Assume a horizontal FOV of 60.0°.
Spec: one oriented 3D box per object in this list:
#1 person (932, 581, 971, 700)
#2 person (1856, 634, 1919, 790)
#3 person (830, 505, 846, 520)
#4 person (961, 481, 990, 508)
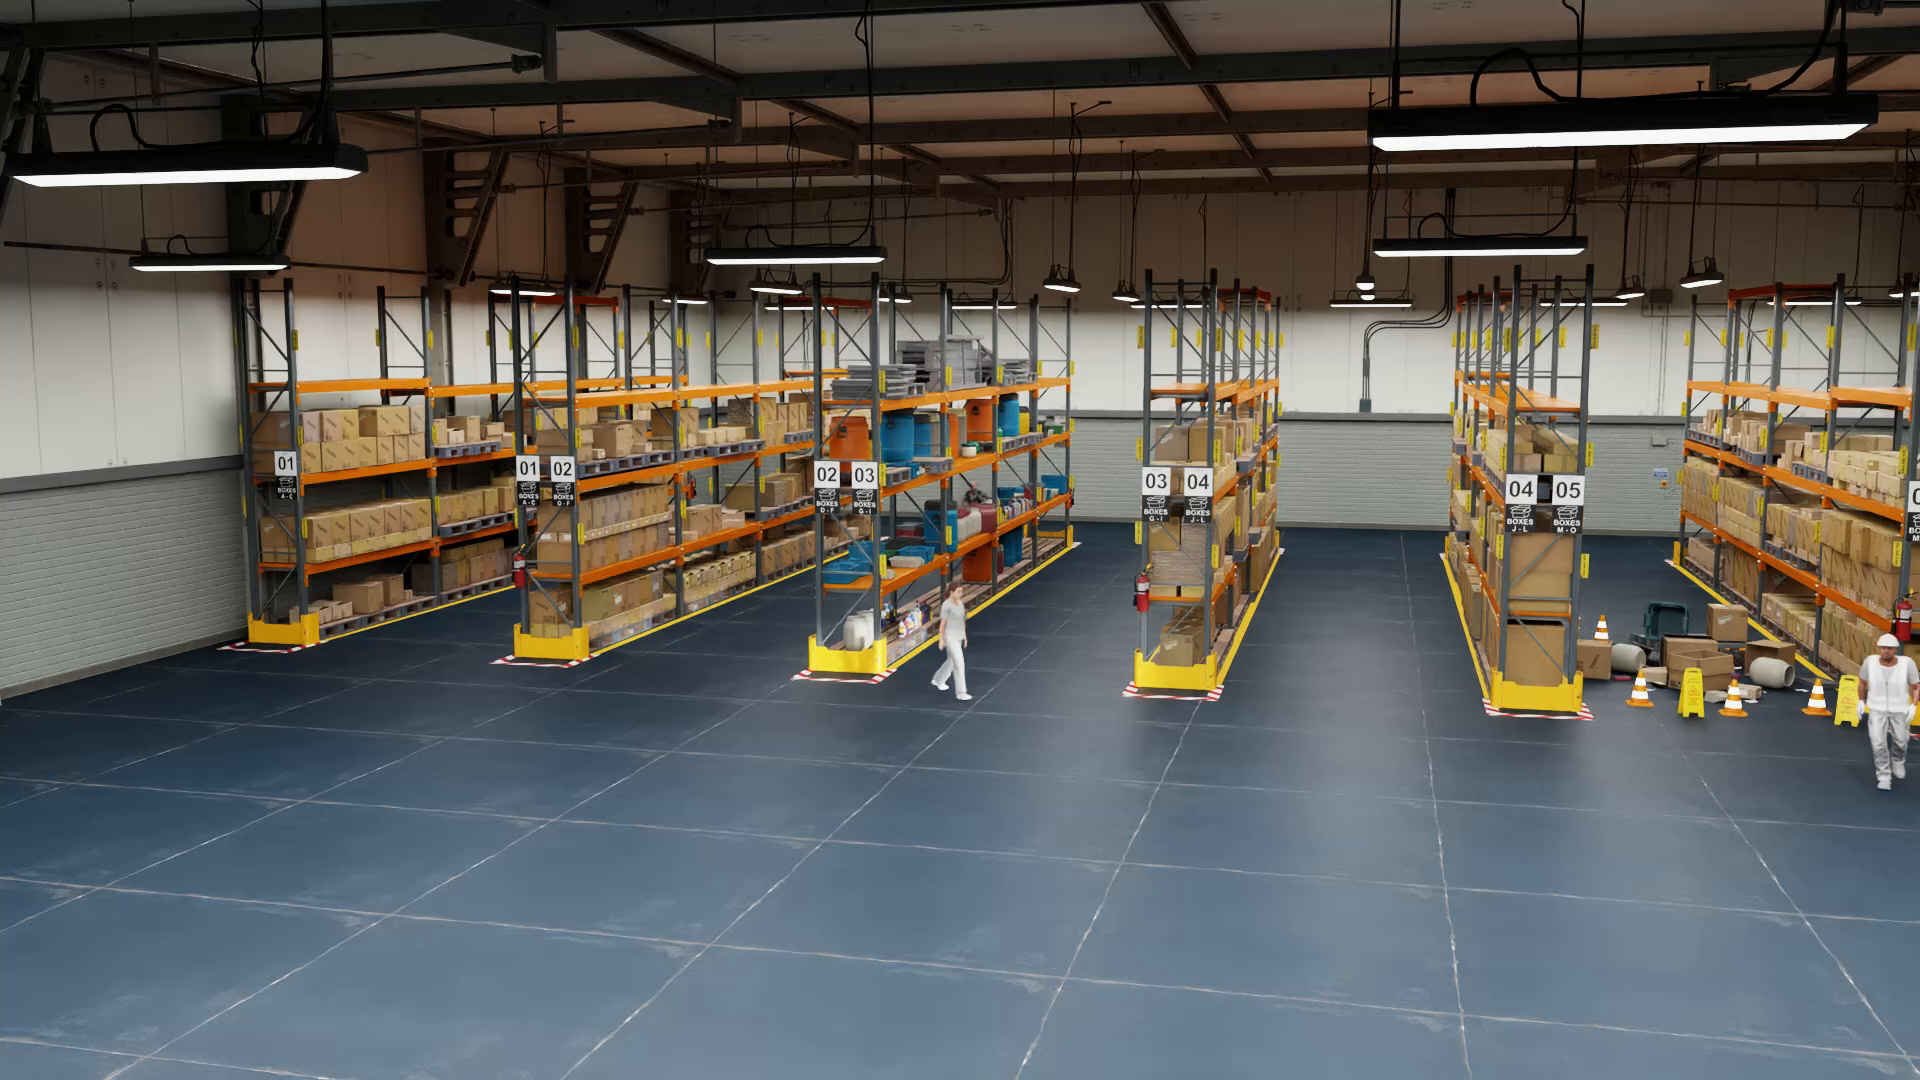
[{"bbox_3d":[-0.114,1.386,23.452,0.882,1.637,0.454,4,8,32],"label":"person"},{"bbox_3d":[10.469,1.895,18.764,0.617,1.754,0.731,4,8,30],"label":"person"},{"bbox_3d":[-3.219,-0.999,43.366,0.428,1.576,1.021,6,9,43],"label":"person"},{"bbox_3d":[0.398,-0.624,40.225,0.667,1.626,0.718,3,8,26],"label":"person"}]
